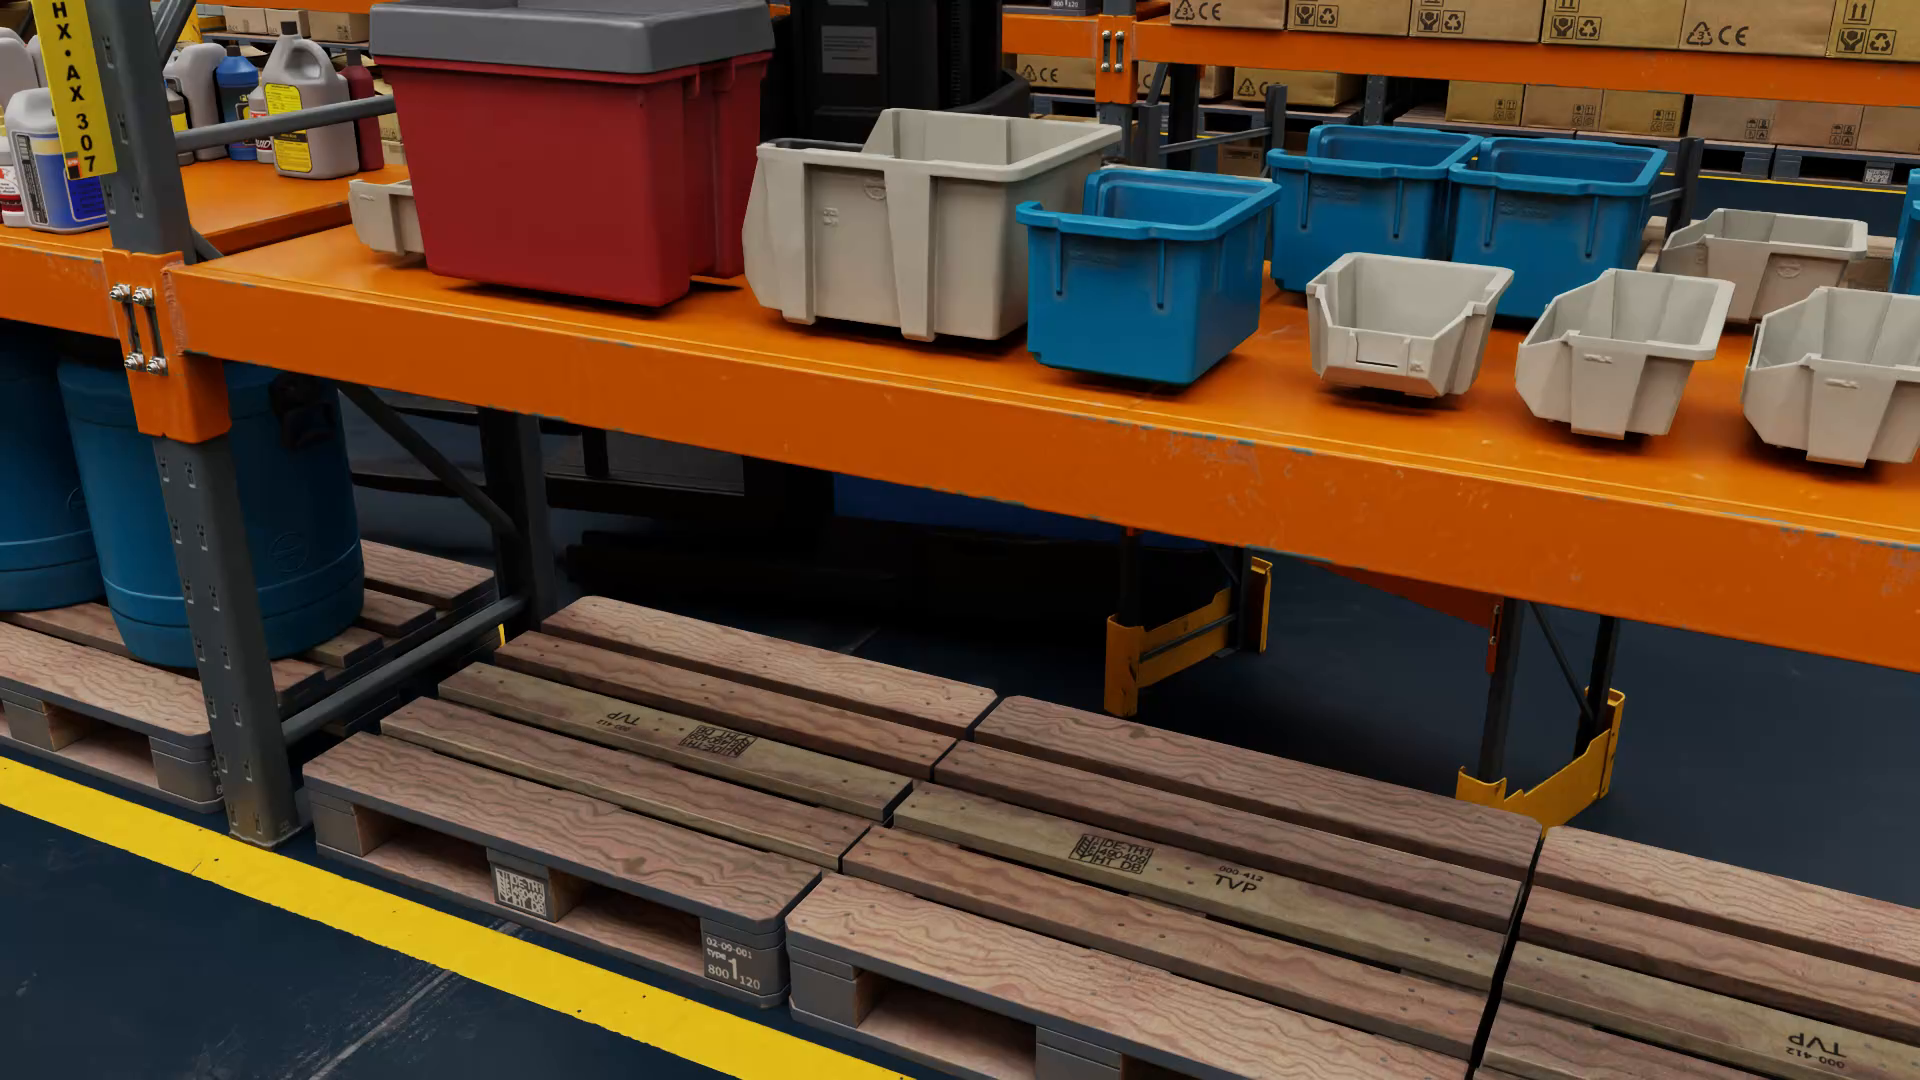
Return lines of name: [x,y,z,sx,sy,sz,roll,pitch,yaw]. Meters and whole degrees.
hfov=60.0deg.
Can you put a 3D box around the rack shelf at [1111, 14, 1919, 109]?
rack shelf: [2.685,-1.926,6.866,4.000,0.370,1.077,11,25,25]

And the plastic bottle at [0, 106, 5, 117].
plastic bottle: [-2.122,-0.858,3.688,0.097,0.201,0.097,0,23,0]

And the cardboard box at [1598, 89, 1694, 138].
cardboard box: [4.657,-3.035,11.212,0.500,0.500,0.700,12,26,26]

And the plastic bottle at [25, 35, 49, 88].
plastic bottle: [-2.406,-1.203,4.403,0.135,0.276,0.152,11,25,25]

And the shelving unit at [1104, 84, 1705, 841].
shelving unit: [0.940,-0.185,3.768,0.587,1.500,1.083,-20,30,-39]

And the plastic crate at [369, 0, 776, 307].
plastic crate: [-0.655,-0.693,2.889,0.583,0.464,0.402,11,25,25]

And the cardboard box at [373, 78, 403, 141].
cardboard box: [-3.248,-2.509,9.578,0.500,0.311,0.500,12,26,26]

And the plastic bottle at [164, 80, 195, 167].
plastic bottle: [-1.946,-1.022,4.075,0.097,0.201,0.097,0,23,0]

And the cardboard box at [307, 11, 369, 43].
cardboard box: [-5.860,-5.111,16.068,0.500,0.500,0.700,10,25,21]

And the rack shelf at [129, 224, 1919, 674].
rack shelf: [0.446,-0.197,2.800,4.000,0.370,1.077,11,25,25]

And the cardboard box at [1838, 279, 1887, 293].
cardboard box: [3.552,-0.916,6.629,0.250,0.166,0.380,11,25,25]

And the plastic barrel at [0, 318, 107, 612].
plastic barrel: [-2.448,-0.336,4.352,0.708,0.901,0.600,11,25,25]

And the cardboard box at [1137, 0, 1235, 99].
cardboard box: [1.698,-3.771,12.494,0.750,0.750,0.750,12,26,26]

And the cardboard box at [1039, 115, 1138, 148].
cardboard box: [0.578,-1.833,8.360,0.500,0.500,0.500,10,25,22]

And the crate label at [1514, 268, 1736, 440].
crate label: [0.910,-0.259,2.286,0.243,0.136,0.396,11,25,25]

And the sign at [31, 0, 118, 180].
sign: [-1.588,-0.817,2.984,0.005,0.325,0.100,11,25,25]

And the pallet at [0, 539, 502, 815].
pallet: [-2.008,0.251,4.390,1.213,0.211,1.003,11,25,25]

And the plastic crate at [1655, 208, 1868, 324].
plastic crate: [1.305,-0.445,2.724,0.298,0.136,0.250,11,25,25]

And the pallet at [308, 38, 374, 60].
pallet: [-5.716,-4.792,16.248,1.213,0.211,1.003,11,25,25]

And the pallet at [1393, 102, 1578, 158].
pallet: [3.775,-2.897,11.791,1.213,0.211,1.003,11,25,25]

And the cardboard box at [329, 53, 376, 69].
cardboard box: [-3.931,-2.879,10.446,0.500,0.311,0.500,10,25,23]

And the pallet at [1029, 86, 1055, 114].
pallet: [0.232,-3.599,13.443,1.213,0.211,1.003,11,25,25]

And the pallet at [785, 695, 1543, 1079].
pallet: [0.428,0.733,3.256,1.213,0.211,1.003,11,25,25]

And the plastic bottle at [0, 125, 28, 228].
plastic bottle: [-1.952,-0.757,3.452,0.097,0.201,0.097,0,23,0]

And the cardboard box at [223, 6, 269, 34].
cardboard box: [-7.001,-5.272,16.687,0.500,0.311,0.500,8,24,19]

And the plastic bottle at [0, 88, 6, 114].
plastic bottle: [-2.241,-0.957,3.730,0.185,0.351,0.144,11,25,25]

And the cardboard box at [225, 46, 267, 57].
cardboard box: [-4.837,-3.059,10.871,0.500,0.311,0.500,11,25,24]

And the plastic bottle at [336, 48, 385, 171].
plastic bottle: [-1.473,-1.041,4.015,0.133,0.283,0.061,11,25,25]

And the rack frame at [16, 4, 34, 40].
rack frame: [-6.240,-4.023,10.878,0.127,3.000,1.000,11,25,25]

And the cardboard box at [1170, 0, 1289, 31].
cardboard box: [1.232,-2.471,7.101,0.500,0.500,0.500,12,26,26]

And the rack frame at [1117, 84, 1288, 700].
rack frame: [0.589,-0.334,4.118,0.500,1.500,0.032,-20,30,-39]

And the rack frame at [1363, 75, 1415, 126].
rack frame: [3.132,-4.341,11.626,0.127,3.000,1.000,11,25,25]

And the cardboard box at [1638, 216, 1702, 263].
cardboard box: [3.220,-1.213,7.221,0.500,0.250,0.500,11,25,25]

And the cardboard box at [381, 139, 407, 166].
cardboard box: [-3.249,-2.253,9.691,0.500,0.250,0.500,12,26,26]

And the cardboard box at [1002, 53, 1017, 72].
cardboard box: [0.159,-4.076,13.212,0.750,0.750,0.750,11,25,24]

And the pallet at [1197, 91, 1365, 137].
pallet: [2.409,-3.168,12.430,1.213,0.211,1.003,11,25,25]

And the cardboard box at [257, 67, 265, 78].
cardboard box: [-4.164,-2.689,10.000,0.500,0.311,0.500,11,25,24]

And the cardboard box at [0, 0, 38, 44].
cardboard box: [-6.512,-3.487,11.636,0.500,0.500,0.500,11,25,25]

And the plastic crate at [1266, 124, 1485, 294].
plastic crate: [0.717,-0.570,2.894,0.300,0.233,0.416,11,25,25]

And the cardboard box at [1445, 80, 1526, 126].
cardboard box: [3.753,-3.216,11.638,0.500,0.500,0.700,12,26,25]

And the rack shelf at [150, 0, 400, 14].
rack shelf: [-4.455,-3.339,10.188,4.000,0.370,1.077,11,25,25]

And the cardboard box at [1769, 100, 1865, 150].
cardboard box: [5.585,-2.855,10.788,0.500,0.500,0.700,11,25,24]

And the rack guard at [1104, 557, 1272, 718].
rack guard: [0.602,0.247,4.350,0.587,0.250,0.087,-20,30,-39]

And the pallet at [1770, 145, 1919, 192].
pallet: [5.952,-2.466,10.778,1.213,0.211,1.003,11,25,25]

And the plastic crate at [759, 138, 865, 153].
plastic crate: [-0.218,-0.678,3.287,0.590,0.125,0.437,11,25,25]

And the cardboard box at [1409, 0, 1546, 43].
cardboard box: [2.136,-2.293,6.681,0.500,0.500,0.500,11,25,24]

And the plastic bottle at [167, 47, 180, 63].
plastic bottle: [-1.997,-1.132,4.242,0.097,0.271,0.097,0,23,0]

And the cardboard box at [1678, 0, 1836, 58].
cardboard box: [3.040,-2.115,6.262,0.500,0.500,0.500,11,26,25]

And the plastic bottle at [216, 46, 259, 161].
plastic bottle: [-1.790,-1.091,4.146,0.097,0.271,0.097,0,23,0]

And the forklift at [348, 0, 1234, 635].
forklift: [-0.661,-1.366,4.718,3.031,2.935,1.130,6,24,13]

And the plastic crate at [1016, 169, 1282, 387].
plastic crate: [0.283,-0.399,2.492,0.300,0.233,0.416,11,25,25]

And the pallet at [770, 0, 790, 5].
pallet: [-0.932,-2.887,8.451,1.213,0.211,1.003,11,25,25]
